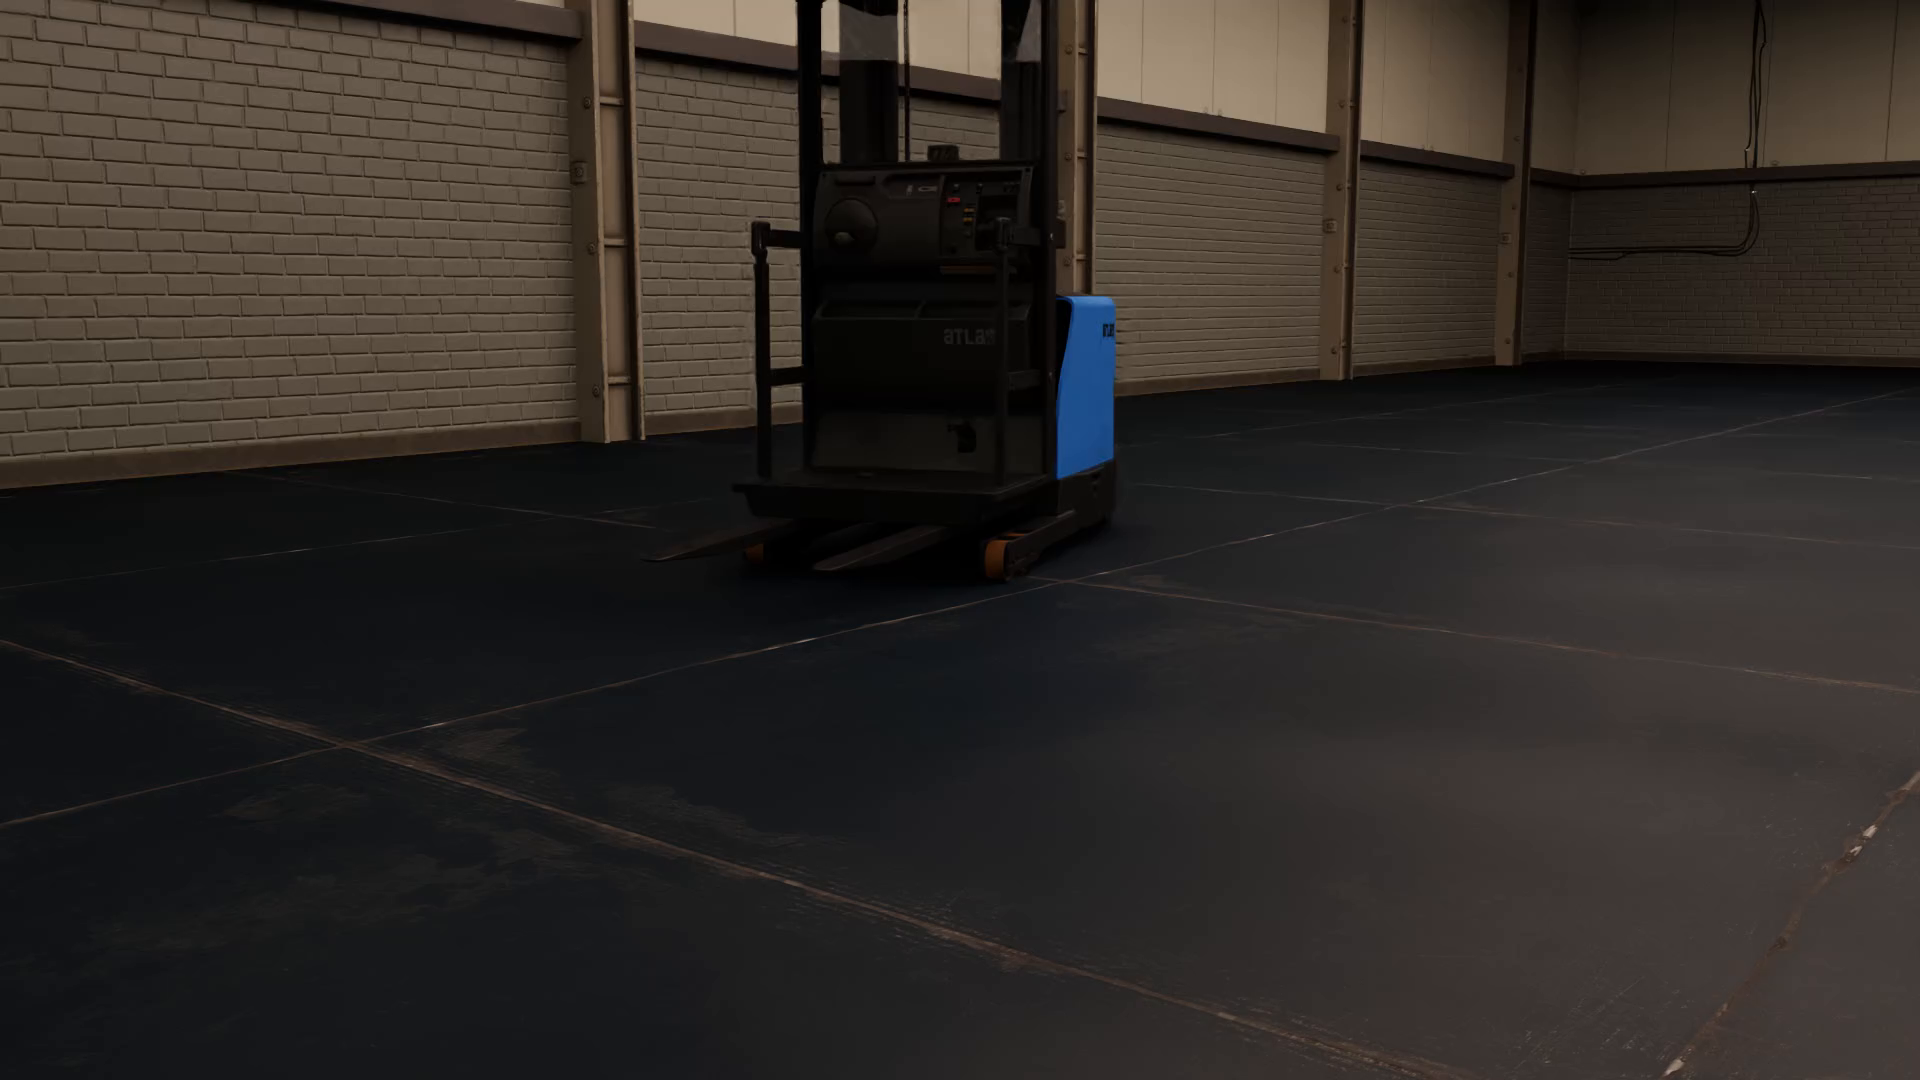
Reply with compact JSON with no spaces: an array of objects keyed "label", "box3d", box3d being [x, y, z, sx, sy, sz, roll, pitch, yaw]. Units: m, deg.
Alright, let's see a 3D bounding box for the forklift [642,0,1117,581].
[{"label":"forklift","box3d":[-0.224,-1.357,6.554,1.130,2.935,3.031,3,9,19]}]
